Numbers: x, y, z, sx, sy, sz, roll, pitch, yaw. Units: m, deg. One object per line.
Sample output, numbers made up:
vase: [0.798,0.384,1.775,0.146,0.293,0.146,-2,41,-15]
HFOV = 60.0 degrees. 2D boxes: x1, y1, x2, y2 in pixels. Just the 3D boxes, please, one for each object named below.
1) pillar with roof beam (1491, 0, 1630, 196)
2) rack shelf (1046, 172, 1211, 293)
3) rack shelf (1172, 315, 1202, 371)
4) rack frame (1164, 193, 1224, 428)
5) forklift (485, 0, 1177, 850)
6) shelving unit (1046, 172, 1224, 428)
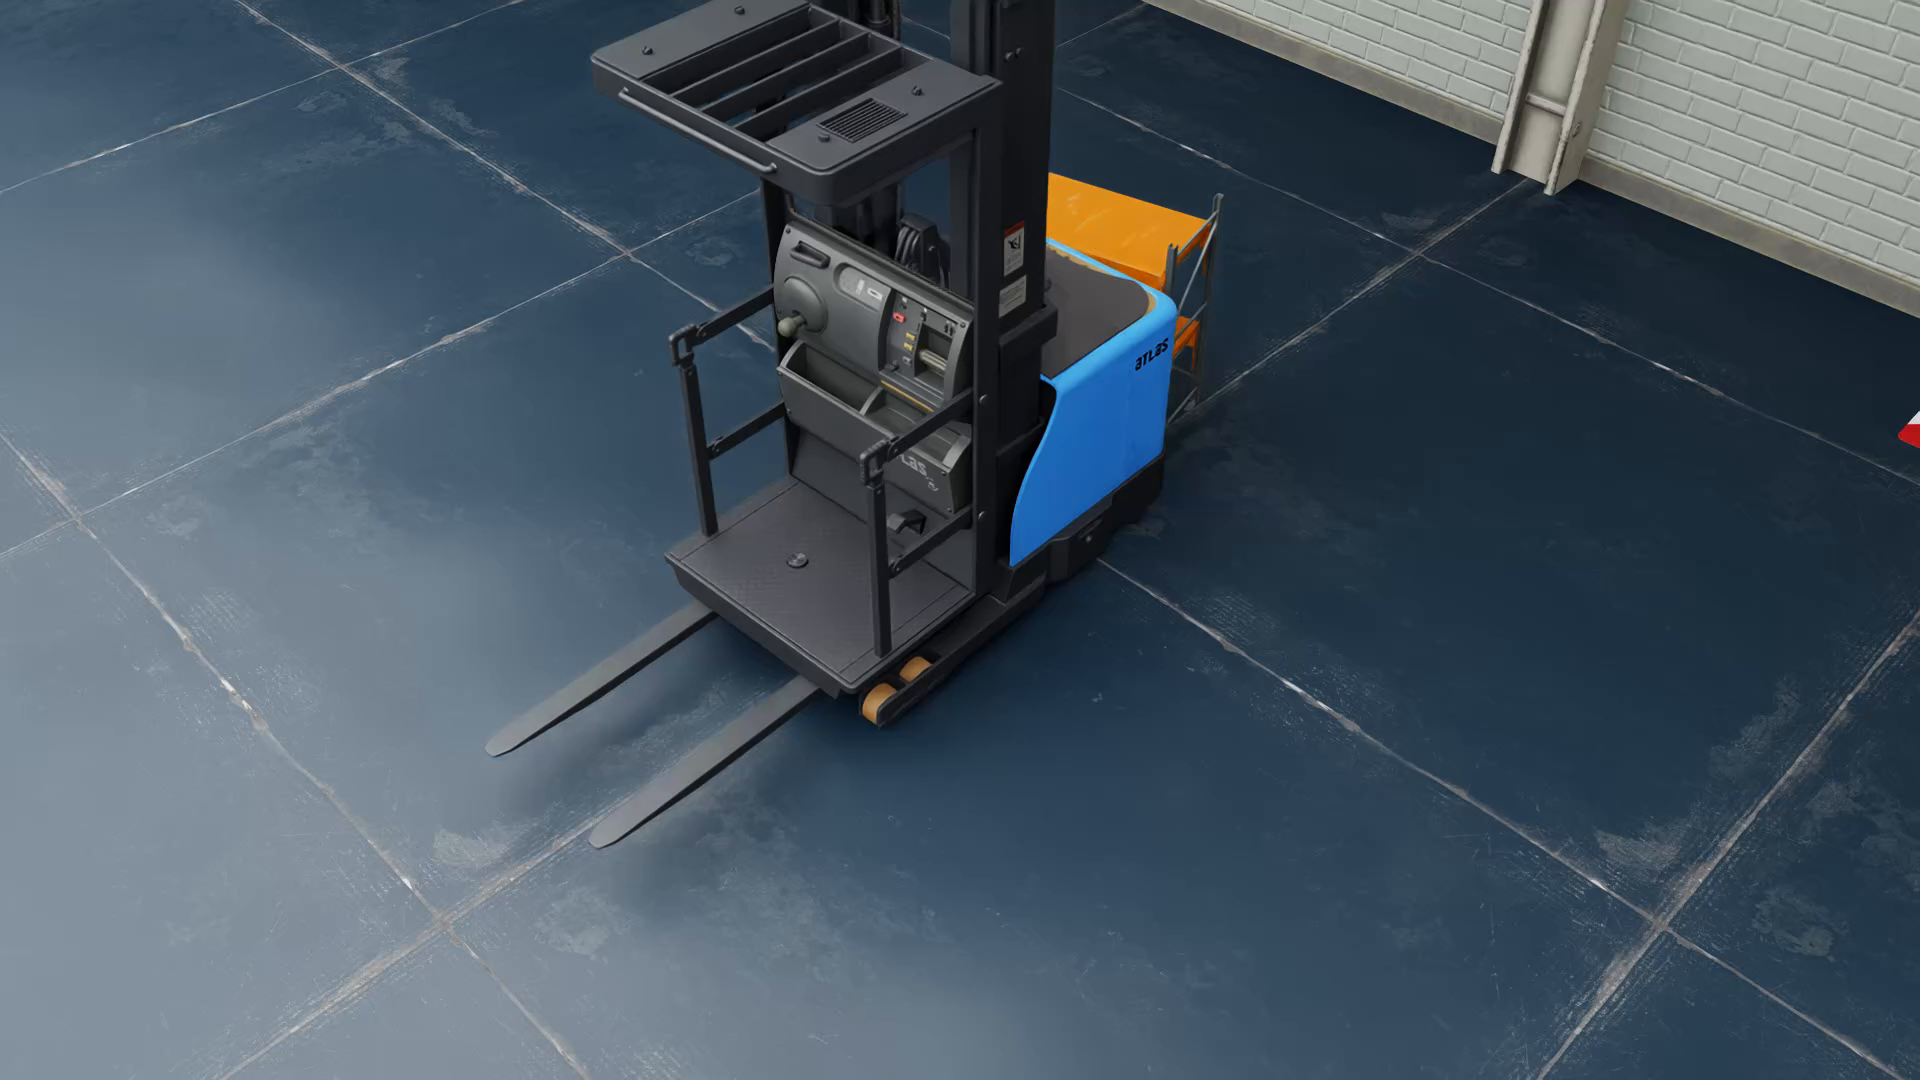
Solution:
pillar with roof beam: [0.246,-3.343,4.237,9.100,9.000,0.400,-34,53,-31]
rack shelf: [0.571,-1.339,7.438,1.000,0.278,0.538,22,47,22]
rack shelf: [0.571,-0.944,7.803,1.000,0.278,0.538,22,47,22]
rack frame: [1.005,-0.944,7.443,0.032,1.125,0.500,22,47,22]
forklift: [-0.473,-0.748,5.900,1.130,2.935,3.031,32,52,30]
shelving unit: [0.571,-1.124,7.637,1.048,1.125,0.538,22,47,22]
